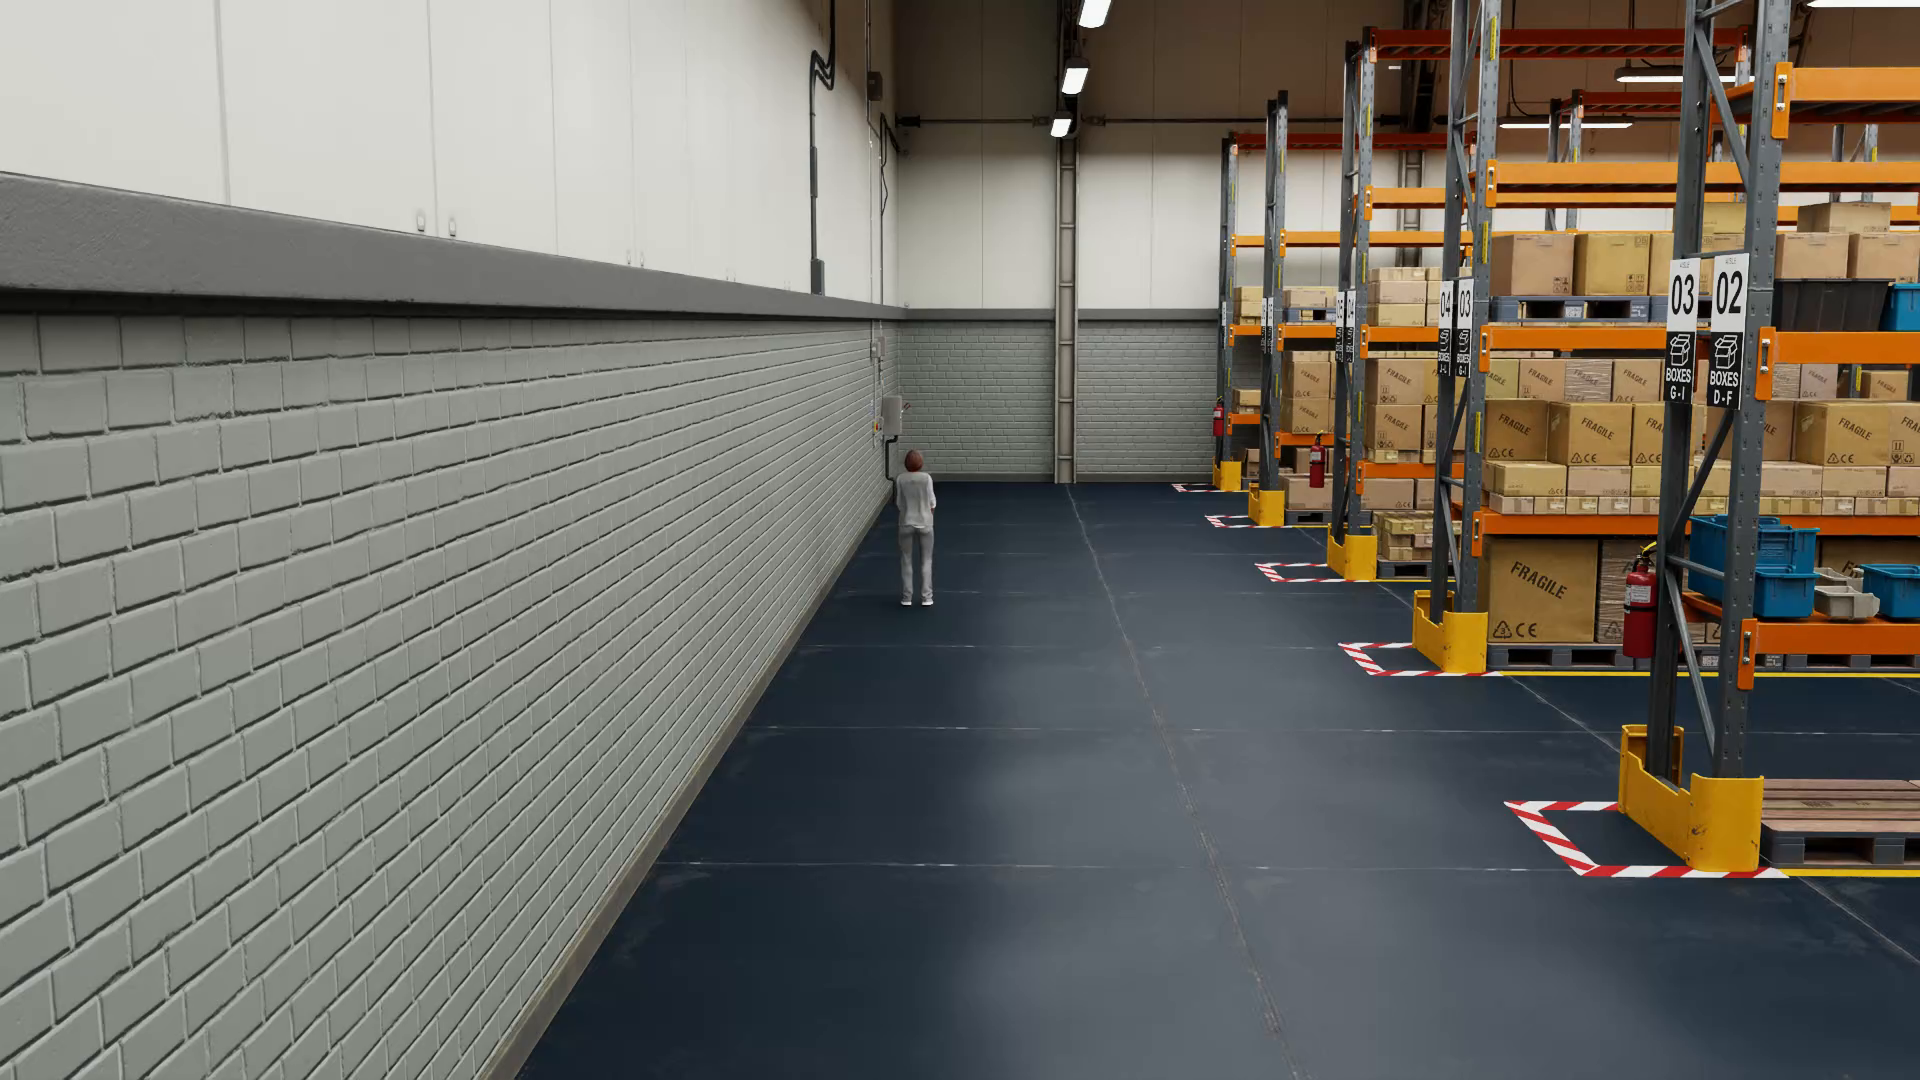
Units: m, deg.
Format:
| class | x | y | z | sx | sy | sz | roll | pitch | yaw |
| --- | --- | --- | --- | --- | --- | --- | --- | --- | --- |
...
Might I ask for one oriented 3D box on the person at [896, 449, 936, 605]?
| class | x | y | z | sx | sy | sz | roll | pitch | yaw |
| --- | --- | --- | --- | --- | --- | --- | --- | --- | --- |
| person | -0.444 | -0.137 | 16.897 | 0.404 | 1.591 | 0.498 | 0 | 7 | 2 |
